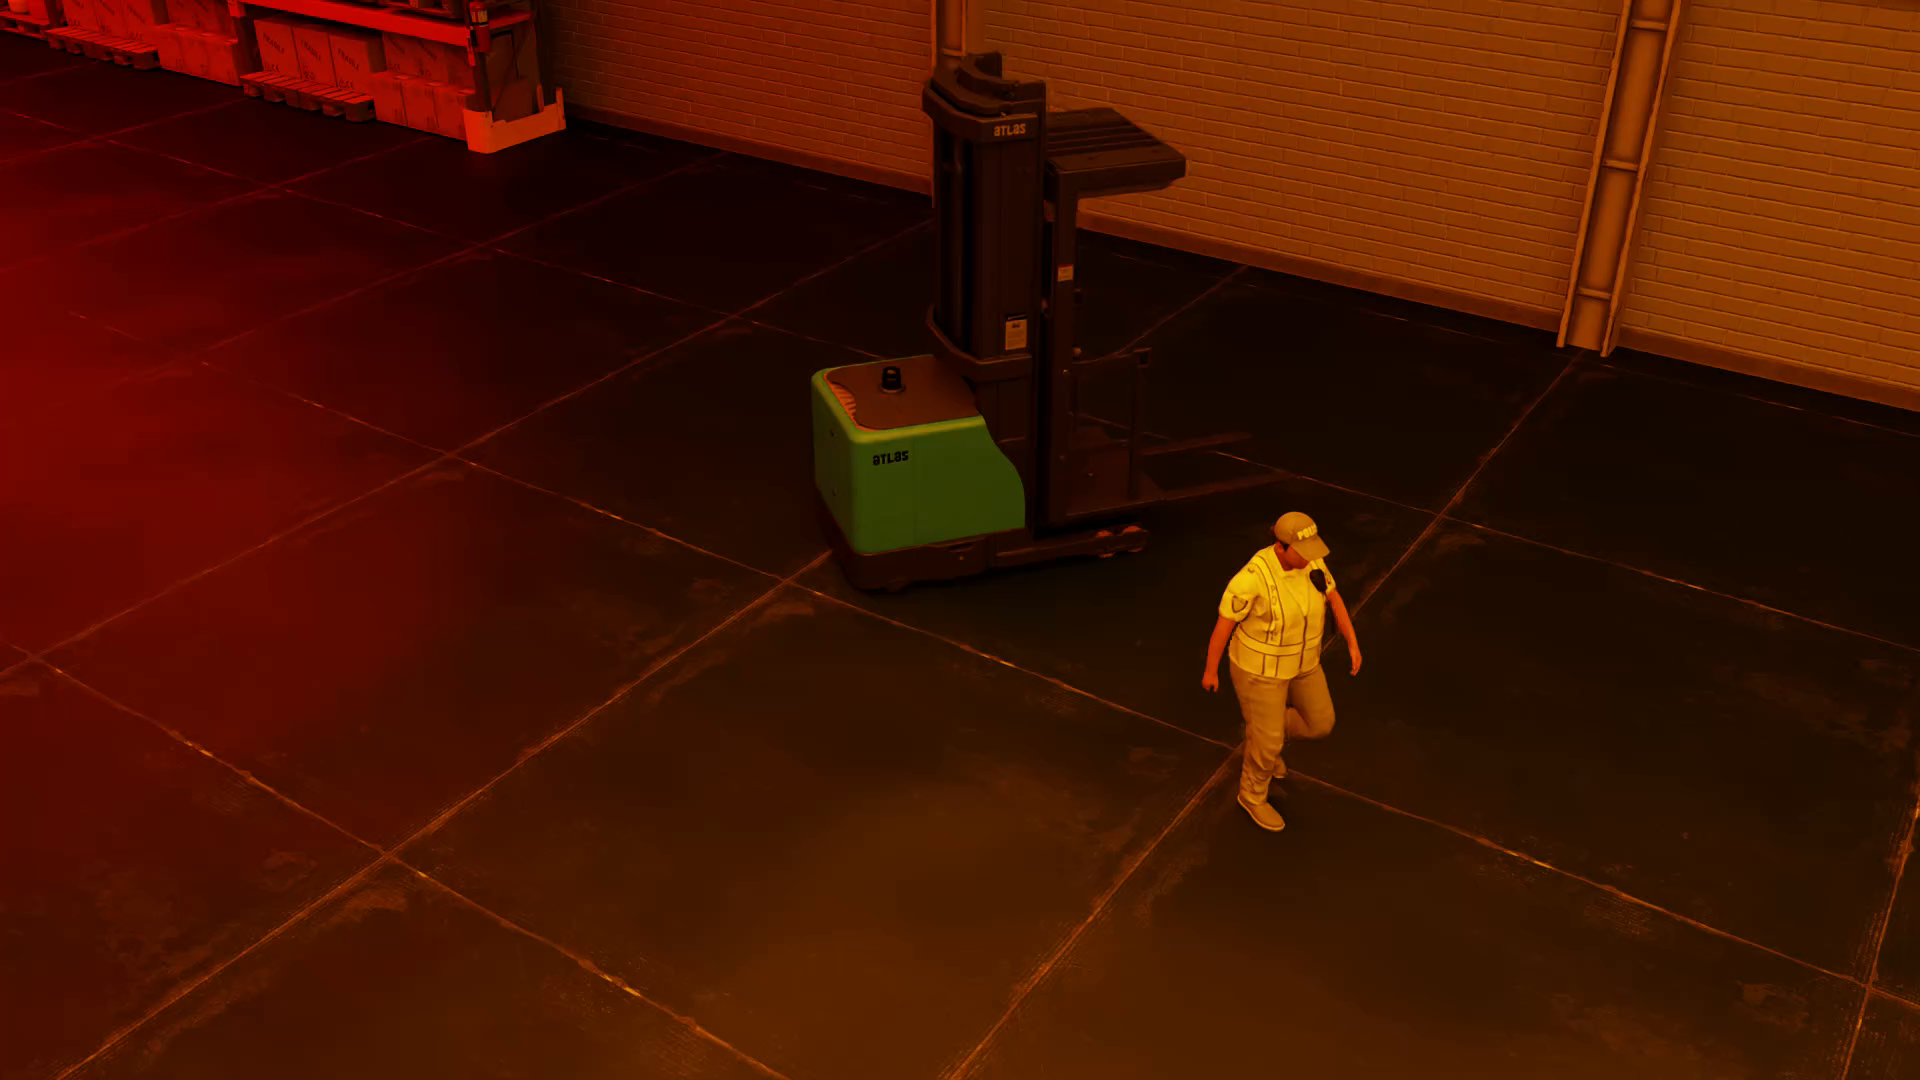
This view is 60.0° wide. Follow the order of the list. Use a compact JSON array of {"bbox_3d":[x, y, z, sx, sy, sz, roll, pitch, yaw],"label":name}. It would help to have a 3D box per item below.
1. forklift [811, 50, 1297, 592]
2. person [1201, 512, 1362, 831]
[{"bbox_3d":[0.649,-1.396,9.985,3.031,2.935,1.130,-10,32,-17],"label":"forklift"},{"bbox_3d":[1.498,0.578,7.874,0.689,1.647,0.494,-18,35,-28],"label":"person"}]
